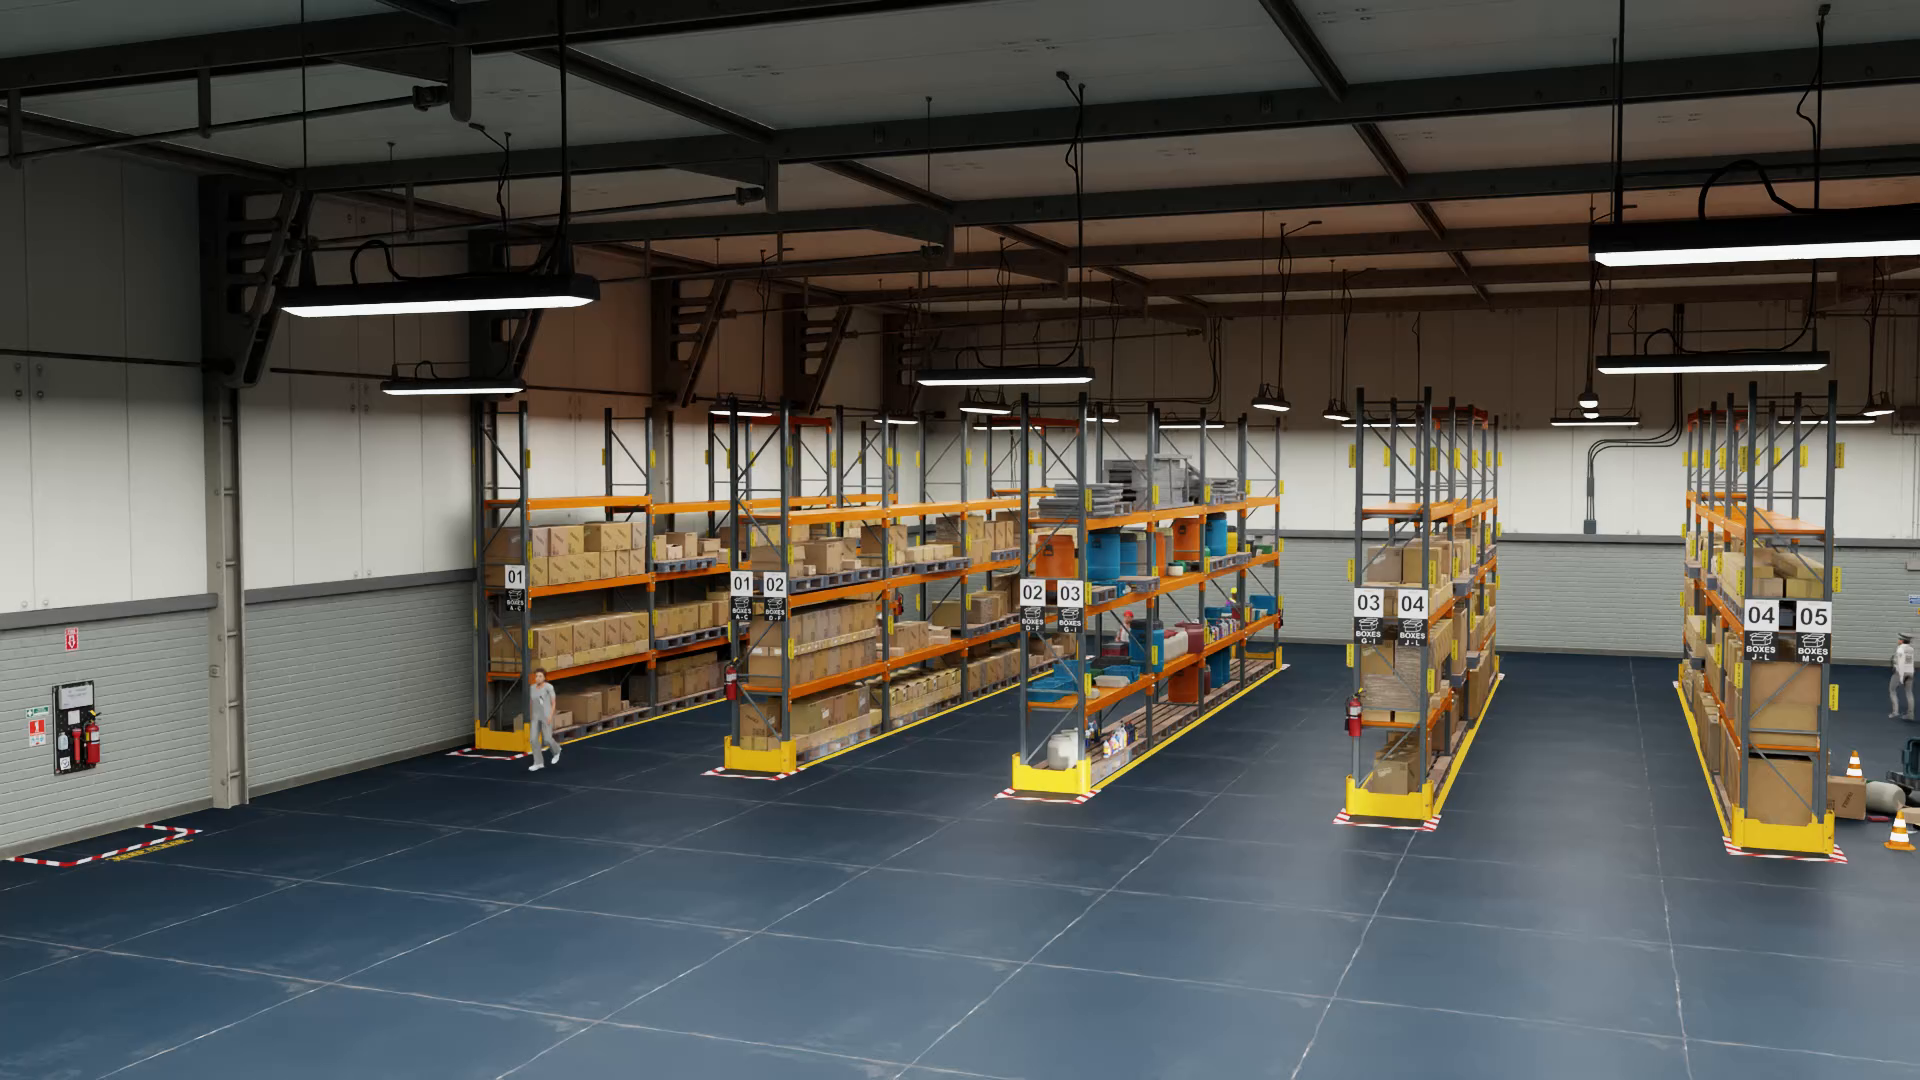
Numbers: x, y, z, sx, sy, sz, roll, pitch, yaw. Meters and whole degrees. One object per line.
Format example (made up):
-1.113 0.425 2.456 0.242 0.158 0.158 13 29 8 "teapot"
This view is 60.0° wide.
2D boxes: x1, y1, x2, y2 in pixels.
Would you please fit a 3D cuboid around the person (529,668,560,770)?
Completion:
-6.742 2.884 26.974 0.495 1.635 0.611 1 3 11 "person"

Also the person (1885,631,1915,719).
18.171 2.626 31.950 0.471 1.713 0.545 0 3 -4 "person"

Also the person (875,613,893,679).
-1.619 2.408 35.374 0.647 1.763 0.681 1 3 11 "person"

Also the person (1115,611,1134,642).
3.565 2.381 35.620 0.633 1.725 1.067 1 3 24 "person"

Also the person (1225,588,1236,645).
6.847 2.072 41.881 0.635 1.763 0.627 3 4 42 "person"
